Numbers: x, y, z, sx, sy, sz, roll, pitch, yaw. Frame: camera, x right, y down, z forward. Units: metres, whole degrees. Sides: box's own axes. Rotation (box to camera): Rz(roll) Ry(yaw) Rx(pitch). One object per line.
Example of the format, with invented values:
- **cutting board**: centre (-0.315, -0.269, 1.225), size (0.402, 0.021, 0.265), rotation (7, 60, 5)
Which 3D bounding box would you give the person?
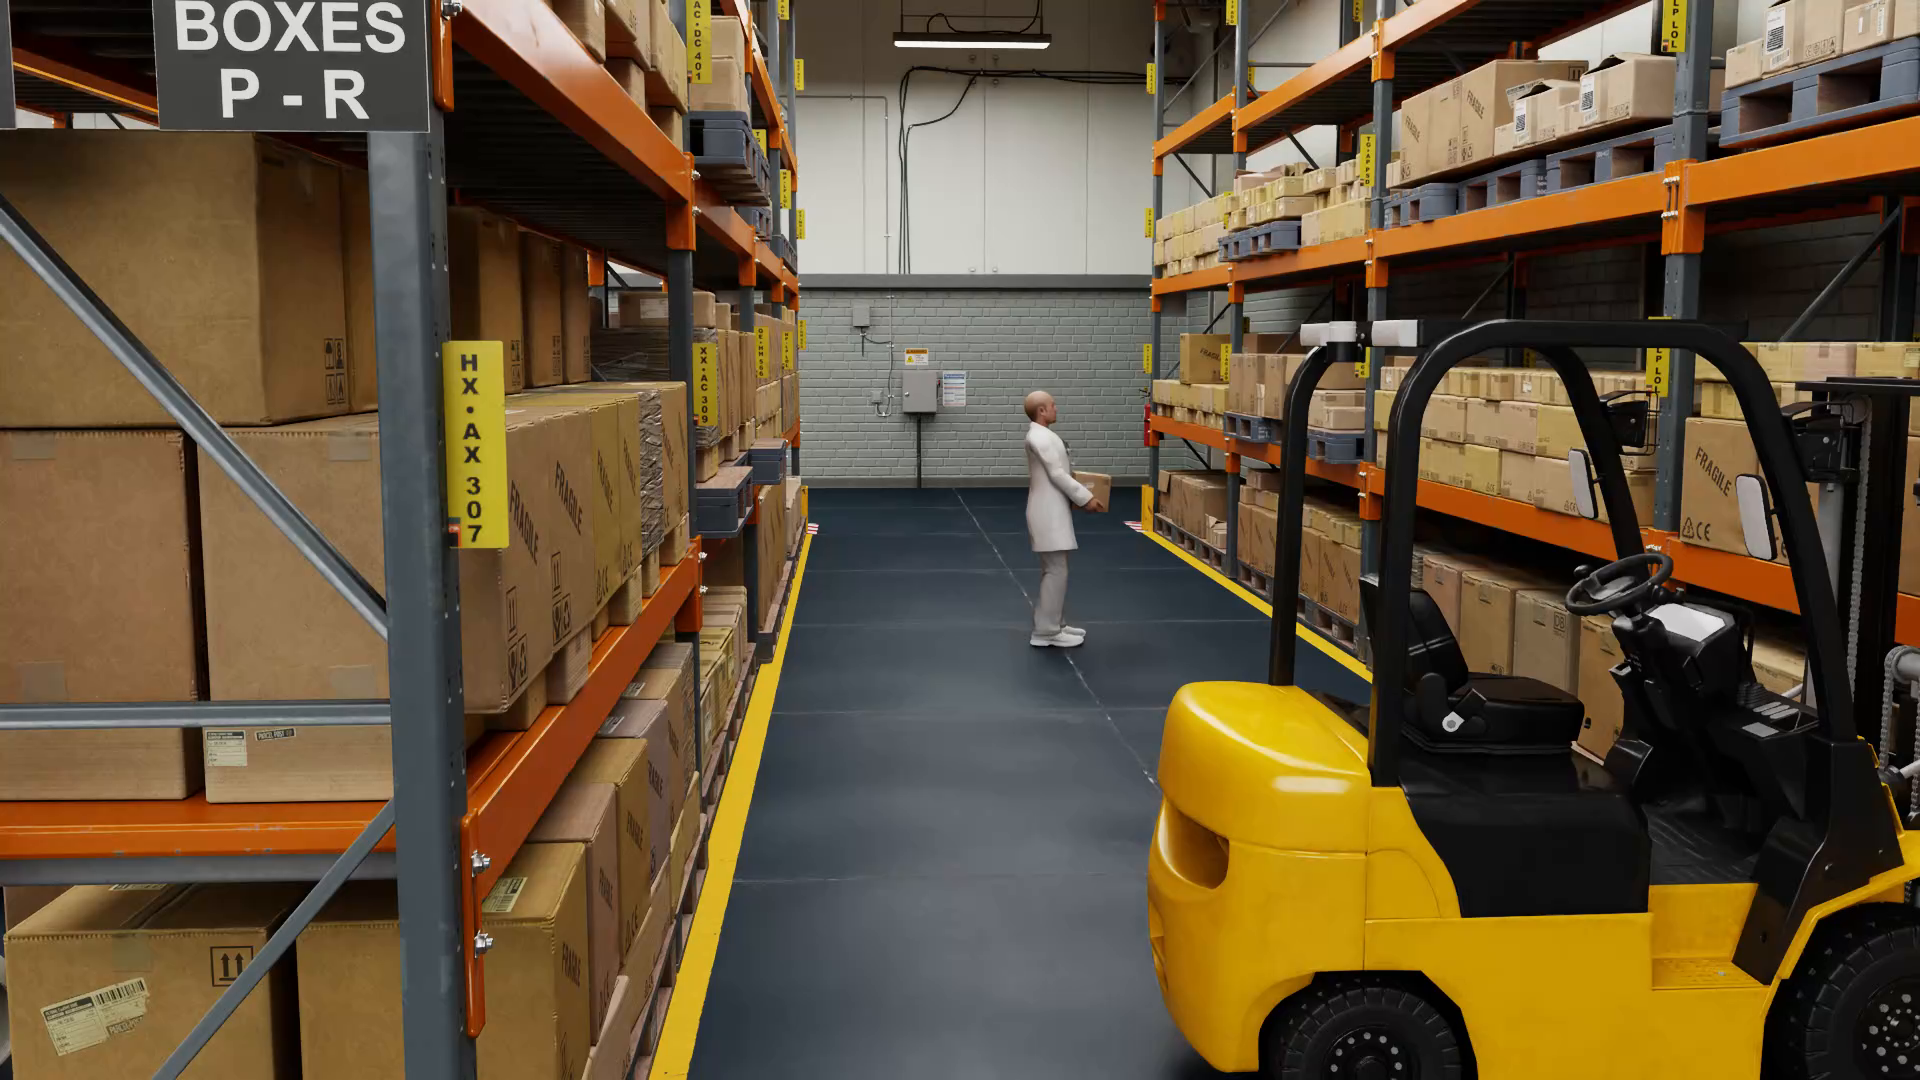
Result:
- **person**: centre (0.722, -0.113, 11.652), size (0.555, 1.681, 0.517), rotation (0, 7, -3)
